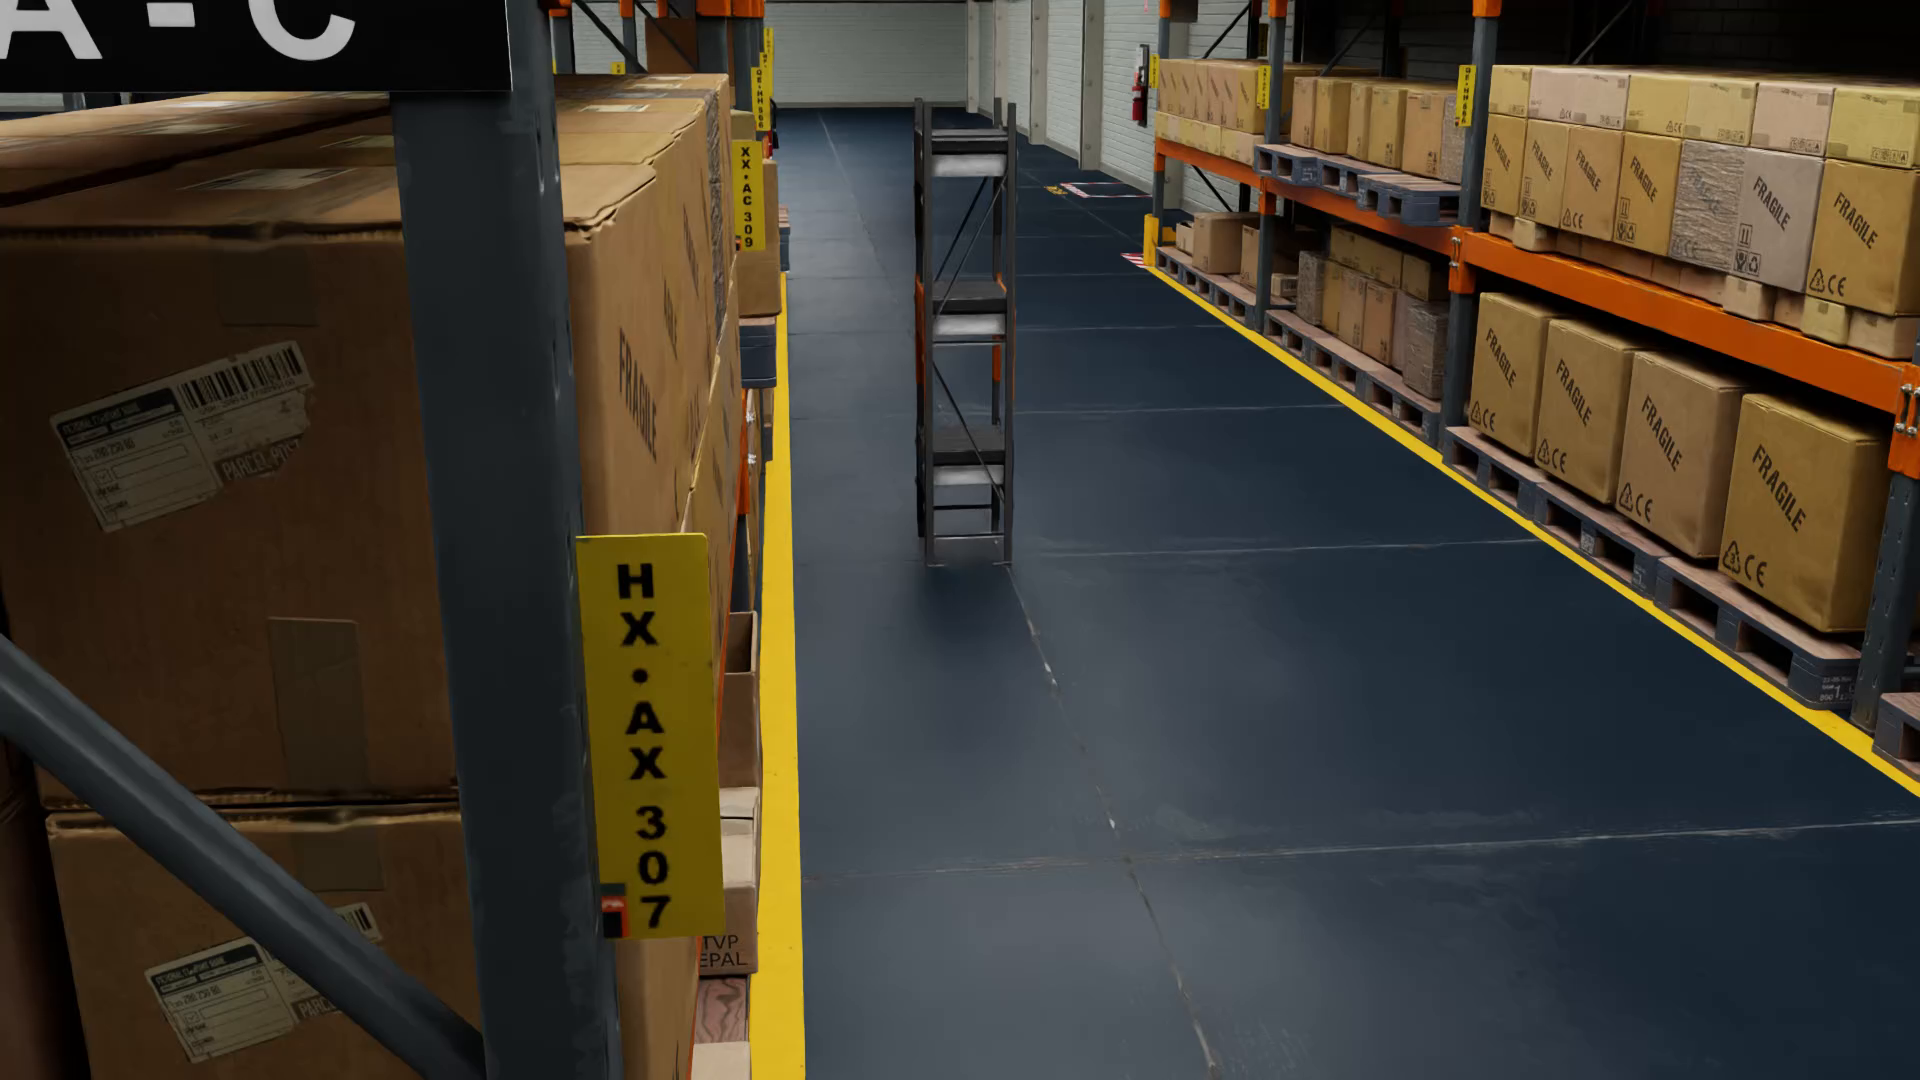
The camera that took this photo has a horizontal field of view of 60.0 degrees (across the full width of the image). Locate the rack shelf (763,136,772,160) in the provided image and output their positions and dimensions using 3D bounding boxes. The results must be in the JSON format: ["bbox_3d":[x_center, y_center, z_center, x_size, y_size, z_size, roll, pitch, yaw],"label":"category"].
[{"bbox_3d":[-2.216,-3.246,14.710,1.077,0.370,4.000,-2,18,-6],"label":"rack shelf"}]

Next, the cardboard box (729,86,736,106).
[{"bbox_3d":[-1.845,-3.437,12.866,0.380,0.149,0.250,-2,18,-6],"label":"cardboard box"}]

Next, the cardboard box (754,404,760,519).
[{"bbox_3d":[-1.214,-0.393,7.861,0.500,0.500,0.500,-2,18,-8],"label":"cardboard box"}]

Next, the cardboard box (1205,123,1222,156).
[{"bbox_3d":[2.457,-3.515,14.584,0.500,0.250,0.500,-2,18,-6],"label":"cardboard box"}]

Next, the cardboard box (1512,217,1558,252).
[{"bbox_3d":[3.094,-1.583,8.598,0.380,0.149,0.250,-1,17,-4],"label":"cardboard box"}]

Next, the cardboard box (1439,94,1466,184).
[{"bbox_3d":[3.272,-2.353,9.764,0.700,0.500,0.500,-4,18,-12],"label":"cardboard box"}]

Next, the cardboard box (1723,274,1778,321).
[{"bbox_3d":[3.309,-0.976,6.663,0.380,0.149,0.250,-2,18,-6],"label":"cardboard box"}]

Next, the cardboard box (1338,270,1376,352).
[{"bbox_3d":[3.126,-1.641,11.833,0.700,0.500,0.500,-2,17,-5],"label":"cardboard box"}]

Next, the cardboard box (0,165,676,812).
[{"bbox_3d":[-0.555,-0.083,1.599,0.500,0.500,0.500,-1,17,-4],"label":"cardboard box"}]

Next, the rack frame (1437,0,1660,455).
[{"bbox_3d":[3.330,-1.956,9.399,1.000,3.000,0.127,-2,18,-6],"label":"rack frame"}]

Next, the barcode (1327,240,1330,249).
[{"bbox_3d":[3.100,-2.486,13.992,0.001,0.075,0.075,-2,18,-6],"label":"barcode"}]

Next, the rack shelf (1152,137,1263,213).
[{"bbox_3d":[2.711,-3.400,15.201,1.077,0.370,4.000,-2,18,-6],"label":"rack shelf"}]

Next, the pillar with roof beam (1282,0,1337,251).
[{"bbox_3d":[-0.845,-6.887,15.090,9.100,9.000,0.400,-2,18,-6],"label":"pillar with roof beam"}]

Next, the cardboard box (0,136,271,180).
[{"bbox_3d":[-1.144,-0.218,2.026,0.500,0.500,0.500,-1,17,-4],"label":"cardboard box"}]

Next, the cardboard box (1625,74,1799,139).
[{"bbox_3d":[3.291,-1.909,7.300,0.500,0.250,0.500,-2,18,-7],"label":"cardboard box"}]

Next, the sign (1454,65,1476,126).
[{"bbox_3d":[2.791,-2.451,9.175,0.100,0.325,0.005,-2,18,-6],"label":"sign"}]

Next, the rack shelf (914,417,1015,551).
[{"bbox_3d":[0.017,-0.272,7.919,0.431,0.518,0.480,-2,18,-6],"label":"rack shelf"}]

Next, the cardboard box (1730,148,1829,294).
[{"bbox_3d":[3.382,-1.245,6.437,0.500,0.500,0.500,-2,18,-5],"label":"cardboard box"}]

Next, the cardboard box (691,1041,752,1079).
[{"bbox_3d":[-0.649,1.215,3.155,0.500,0.250,0.500,-2,18,-6],"label":"cardboard box"}]

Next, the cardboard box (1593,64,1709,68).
[{"bbox_3d":[3.635,-2.386,8.820,0.500,0.250,0.500,-1,17,-4],"label":"cardboard box"}]

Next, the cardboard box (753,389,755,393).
[{"bbox_3d":[-1.257,-0.889,8.187,0.500,0.250,0.500,-1,17,-4],"label":"cardboard box"}]

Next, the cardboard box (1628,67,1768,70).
[{"bbox_3d":[3.685,-2.231,8.328,0.500,0.250,0.500,-2,18,-7],"label":"cardboard box"}]

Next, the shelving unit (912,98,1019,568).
[{"bbox_3d":[0.017,-0.952,7.705,0.431,2.100,0.503,-2,18,-6],"label":"shelving unit"}]

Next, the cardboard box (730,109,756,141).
[{"bbox_3d":[-1.420,-1.866,8.244,0.700,0.500,0.500,-8,19,-24],"label":"cardboard box"}]

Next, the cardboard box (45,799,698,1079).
[{"bbox_3d":[-0.555,0.394,1.748,0.500,0.500,0.500,-1,17,-4],"label":"cardboard box"}]

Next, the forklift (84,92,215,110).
[{"bbox_3d":[-3.708,-1.228,7.195,3.031,2.935,1.130,-3,18,-8],"label":"forklift"}]

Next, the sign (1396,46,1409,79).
[{"bbox_3d":[3.469,-3.718,13.080,0.100,0.325,0.005,-2,18,-6],"label":"sign"}]

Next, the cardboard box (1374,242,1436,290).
[{"bbox_3d":[3.149,-1.869,11.308,0.500,0.250,0.500,-2,18,-6],"label":"cardboard box"}]

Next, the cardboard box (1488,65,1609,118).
[{"bbox_3d":[3.123,-2.361,8.741,0.500,0.250,0.500,-1,17,-4],"label":"cardboard box"}]

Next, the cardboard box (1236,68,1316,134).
[{"bbox_3d":[2.561,-3.575,13.521,0.500,0.500,0.500,-2,18,-6],"label":"cardboard box"}]

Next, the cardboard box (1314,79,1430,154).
[{"bbox_3d":[2.986,-3.086,12.097,0.700,0.500,0.500,0,17,0],"label":"cardboard box"}]

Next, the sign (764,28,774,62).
[{"bbox_3d":[-1.881,-4.863,16.332,0.100,0.325,0.005,-2,18,-6],"label":"sign"}]

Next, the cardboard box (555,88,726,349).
[{"bbox_3d":[-0.767,-0.689,3.529,0.500,0.500,0.500,-2,18,-5],"label":"cardboard box"}]

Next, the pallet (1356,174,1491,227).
[{"bbox_3d":[3.151,-2.073,10.094,1.213,0.211,1.003,-2,18,-6],"label":"pallet"}]

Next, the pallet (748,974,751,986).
[{"bbox_3d":[-1.114,0.925,4.878,1.003,0.211,1.213,-2,18,-6],"label":"pallet"}]

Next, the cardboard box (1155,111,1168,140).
[{"bbox_3d":[2.239,-4.122,16.516,0.500,0.250,0.500,-2,18,-7],"label":"cardboard box"}]

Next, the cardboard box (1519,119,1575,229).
[{"bbox_3d":[3.170,-1.846,8.353,0.500,0.500,0.500,-1,17,-4],"label":"cardboard box"}]

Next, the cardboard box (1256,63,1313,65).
[{"bbox_3d":[2.917,-4.047,15.025,0.500,0.500,0.500,-2,17,-5],"label":"cardboard box"}]

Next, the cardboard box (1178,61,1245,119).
[{"bbox_3d":[2.343,-4.182,15.455,0.500,0.500,0.500,-2,18,-7],"label":"cardboard box"}]

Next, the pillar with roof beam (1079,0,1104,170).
[{"bbox_3d":[-2.082,-10.462,26.478,9.100,9.000,0.400,-2,18,-6],"label":"pillar with roof beam"}]

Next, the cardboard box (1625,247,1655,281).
[{"bbox_3d":[3.303,-1.284,7.644,0.380,0.149,0.250,-2,18,-5],"label":"cardboard box"}]

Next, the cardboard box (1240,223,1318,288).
[{"bbox_3d":[2.771,-2.473,14.485,0.500,0.500,0.500,-3,18,-10],"label":"cardboard box"}]

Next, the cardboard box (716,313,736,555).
[{"bbox_3d":[-0.768,-0.210,3.672,0.500,0.500,0.500,-1,17,-4],"label":"cardboard box"}]

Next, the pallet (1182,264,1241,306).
[{"bbox_3d":[2.684,-2.381,15.407,1.003,0.211,1.213,-2,18,-6],"label":"pallet"}]

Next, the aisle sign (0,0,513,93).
[{"bbox_3d":[-0.473,-0.647,0.891,0.394,0.787,0.004,-2,18,-6],"label":"aisle sign"}]

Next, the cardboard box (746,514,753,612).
[{"bbox_3d":[-0.992,0.221,5.904,0.500,0.500,0.500,-3,18,-8],"label":"cardboard box"}]

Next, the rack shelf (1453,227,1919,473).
[{"bbox_3d":[3.536,-1.017,7.609,1.077,0.370,4.000,-2,18,-6],"label":"rack shelf"}]

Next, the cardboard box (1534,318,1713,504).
[{"bbox_3d":[3.359,-0.646,8.116,0.750,0.750,0.750,-2,18,-6],"label":"cardboard box"}]

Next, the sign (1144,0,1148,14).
[{"bbox_3d":[2.700,-7.794,24.125,0.001,0.298,0.199,-2,18,-6],"label":"sign"}]

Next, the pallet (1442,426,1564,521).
[{"bbox_3d":[3.336,-0.388,9.061,1.003,0.211,1.213,-2,18,-6],"label":"pallet"}]

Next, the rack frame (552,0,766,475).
[{"bbox_3d":[-1.597,-1.802,8.908,1.000,3.000,0.127,-2,18,-6],"label":"rack frame"}]

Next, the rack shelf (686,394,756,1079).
[{"bbox_3d":[-0.978,0.329,3.322,1.077,0.370,4.000,-2,18,-6],"label":"rack shelf"}]
